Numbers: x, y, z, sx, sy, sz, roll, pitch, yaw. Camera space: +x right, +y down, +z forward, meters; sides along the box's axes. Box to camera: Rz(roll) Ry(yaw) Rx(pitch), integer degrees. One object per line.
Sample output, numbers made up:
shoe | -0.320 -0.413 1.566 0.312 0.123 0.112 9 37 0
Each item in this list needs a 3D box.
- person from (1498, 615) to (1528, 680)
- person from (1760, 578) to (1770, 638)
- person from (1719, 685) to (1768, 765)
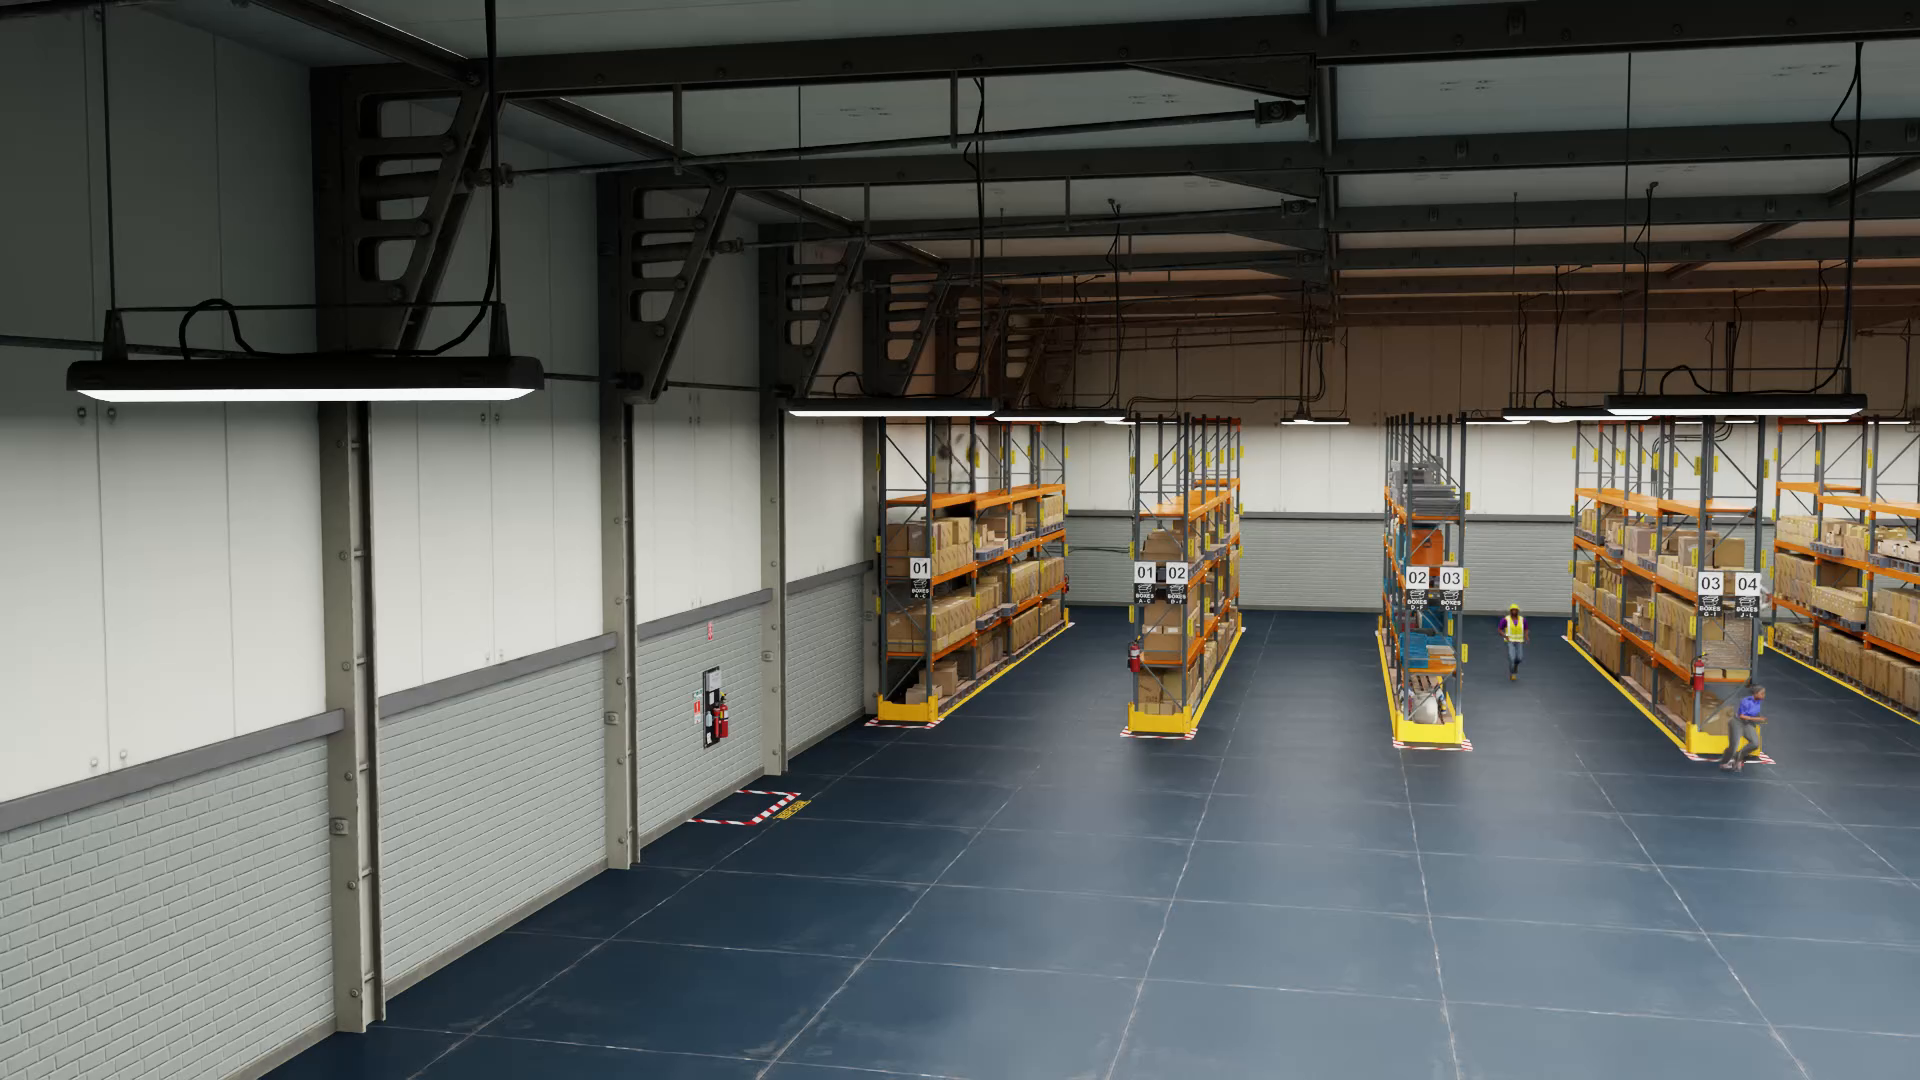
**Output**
person | 12.588 2.437 37.836 0.678 1.469 0.514 0 4 6
person | 21.267 1.801 44.607 1.022 1.745 0.686 0 4 -1
person | 13.010 3.068 27.496 0.602 1.432 0.874 -2 4 -28
